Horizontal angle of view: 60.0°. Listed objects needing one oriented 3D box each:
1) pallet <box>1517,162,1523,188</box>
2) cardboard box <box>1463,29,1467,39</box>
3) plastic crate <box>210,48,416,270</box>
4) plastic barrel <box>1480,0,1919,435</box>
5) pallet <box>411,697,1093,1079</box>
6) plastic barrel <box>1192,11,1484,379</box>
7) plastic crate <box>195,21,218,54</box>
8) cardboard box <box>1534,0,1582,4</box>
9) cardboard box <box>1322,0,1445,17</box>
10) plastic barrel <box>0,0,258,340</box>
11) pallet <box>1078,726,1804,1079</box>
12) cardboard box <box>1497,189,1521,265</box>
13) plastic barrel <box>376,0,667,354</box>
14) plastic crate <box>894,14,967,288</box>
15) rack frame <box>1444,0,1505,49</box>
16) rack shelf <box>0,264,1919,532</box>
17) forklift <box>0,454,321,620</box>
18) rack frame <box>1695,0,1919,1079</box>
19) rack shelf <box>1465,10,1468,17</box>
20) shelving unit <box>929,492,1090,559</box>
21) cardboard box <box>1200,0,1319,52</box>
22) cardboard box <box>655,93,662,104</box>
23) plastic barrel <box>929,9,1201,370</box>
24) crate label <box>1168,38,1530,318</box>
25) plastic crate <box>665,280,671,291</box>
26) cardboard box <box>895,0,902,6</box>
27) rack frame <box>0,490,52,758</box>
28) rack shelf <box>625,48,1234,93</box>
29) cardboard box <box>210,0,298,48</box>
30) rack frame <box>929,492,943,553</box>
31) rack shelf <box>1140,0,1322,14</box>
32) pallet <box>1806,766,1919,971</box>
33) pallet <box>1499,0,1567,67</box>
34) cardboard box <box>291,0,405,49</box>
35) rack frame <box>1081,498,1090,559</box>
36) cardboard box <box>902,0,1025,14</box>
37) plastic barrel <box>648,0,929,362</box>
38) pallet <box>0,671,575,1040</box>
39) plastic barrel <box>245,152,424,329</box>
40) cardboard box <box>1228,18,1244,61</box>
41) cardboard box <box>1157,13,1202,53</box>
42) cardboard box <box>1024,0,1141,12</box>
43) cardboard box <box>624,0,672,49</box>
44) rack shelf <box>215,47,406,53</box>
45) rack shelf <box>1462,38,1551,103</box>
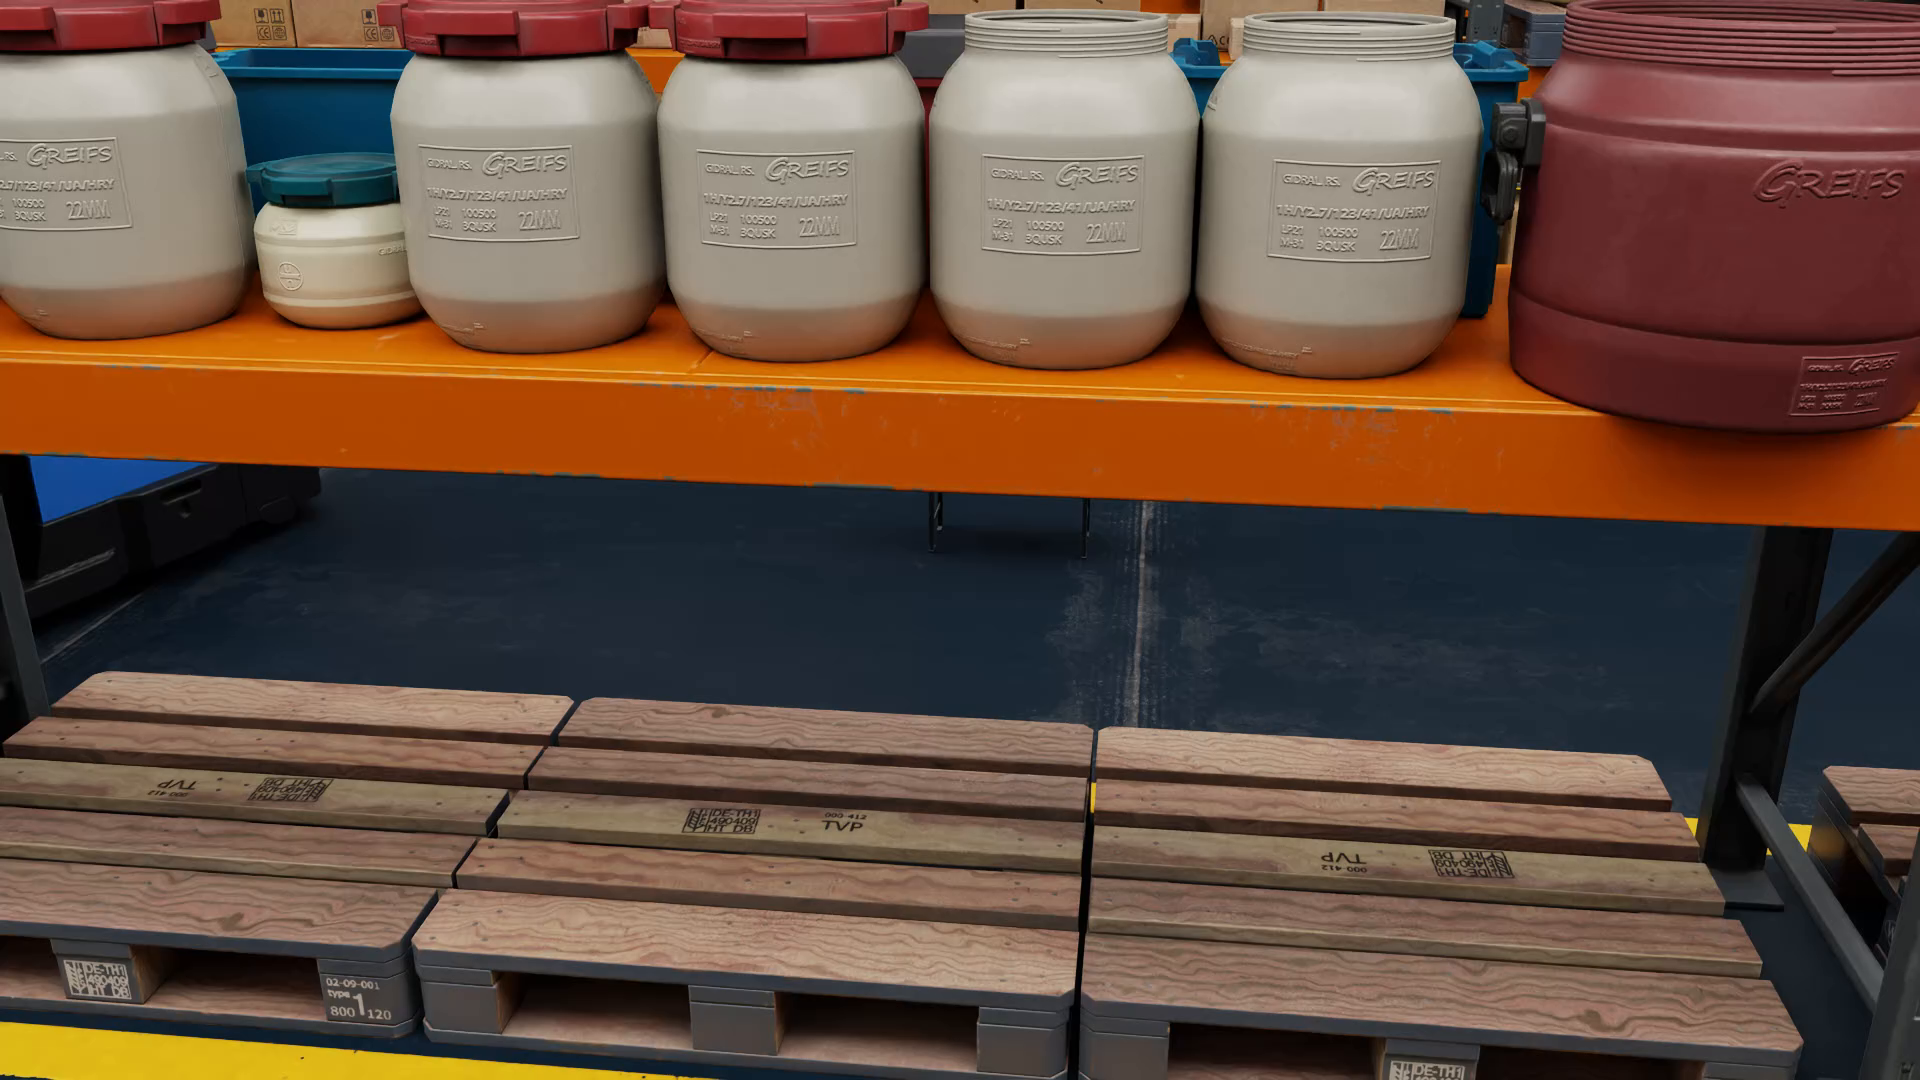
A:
[{"bbox_3d":[3.566,-2.778,12.180,1.213,0.211,1.003,2,22,6],"label":"pallet"},{"bbox_3d":[3.507,-3.253,11.940,0.750,0.750,0.750,2,22,6],"label":"cardboard box"},{"bbox_3d":[-1.214,-0.751,3.281,0.575,0.384,0.392,2,22,6],"label":"plastic crate"},{"bbox_3d":[1.129,-0.492,2.420,0.708,0.536,0.600,2,22,6],"label":"plastic barrel"},{"bbox_3d":[-0.347,0.676,3.443,1.213,0.211,1.003,2,22,6],"label":"pallet"},{"bbox_3d":[0.579,-0.538,2.569,0.421,0.512,0.421,0,22,0],"label":"plastic barrel"},{"bbox_3d":[-1.829,-0.813,3.330,0.583,0.464,0.402,2,22,6],"label":"plastic crate"},{"bbox_3d":[2.851,-2.584,7.188,0.500,0.500,0.700,-5,22,-12],"label":"cardboard box"},{"bbox_3d":[1.856,-2.318,7.345,0.500,0.311,0.500,4,22,10],"label":"cardboard box"},{"bbox_3d":[-1.422,-0.634,2.780,0.433,0.535,0.433,0,22,0],"label":"plastic barrel"},{"bbox_3d":[0.861,0.729,3.308,1.213,0.211,1.003,2,22,6],"label":"pallet"},{"bbox_3d":[2.631,-1.246,7.313,0.500,0.500,0.500,3,22,9],"label":"cardboard box"},{"bbox_3d":[-0.693,-0.603,2.699,0.433,0.535,0.433,0,22,0],"label":"plastic barrel"},{"bbox_3d":[0.057,-0.731,3.122,0.583,0.464,0.402,2,22,6],"label":"plastic crate"},{"bbox_3d":[2.213,-2.328,7.248,0.127,3.000,1.000,2,22,6],"label":"rack frame"},{"bbox_3d":[-0.360,-0.272,3.025,4.000,0.370,1.077,2,22,6],"label":"rack shelf"},{"bbox_3d":[-3.254,-1.049,4.107,1.130,2.935,3.031,10,24,23],"label":"forklift"},{"bbox_3d":[1.626,-0.520,2.674,0.127,3.000,1.000,2,22,6],"label":"rack frame"},{"bbox_3d":[4.778,-3.716,11.737,4.000,0.370,1.077,2,22,6],"label":"rack shelf"},{"bbox_3d":[0.164,-0.551,5.201,0.503,1.200,0.258,2,22,6],"label":"shelving unit"},{"bbox_3d":[1.347,-2.396,7.541,0.500,0.311,0.500,2,22,6],"label":"cardboard box"},{"bbox_3d":[-2.216,-3.382,12.716,0.500,0.500,0.500,1,22,2],"label":"cardboard box"},{"bbox_3d":[0.161,-0.556,2.615,0.421,0.512,0.421,0,22,0],"label":"plastic barrel"},{"bbox_3d":[0.671,-0.678,3.026,0.616,0.435,0.502,2,22,6],"label":"crate label"},{"bbox_3d":[-0.584,-0.622,3.221,0.662,0.188,0.450,2,22,6],"label":"plastic crate"},{"bbox_3d":[-0.476,-2.486,7.511,0.500,0.500,0.500,4,22,10],"label":"cardboard box"},{"bbox_3d":[-2.346,-0.693,3.112,0.127,3.000,1.000,2,22,6],"label":"rack frame"},{"bbox_3d":[0.226,-2.080,7.599,4.000,0.370,1.077,2,22,6],"label":"rack shelf"},{"bbox_3d":[-3.223,-2.608,7.821,0.500,0.500,0.700,3,22,7],"label":"cardboard box"},{"bbox_3d":[-0.078,-0.561,5.228,0.015,1.200,0.240,2,22,6],"label":"rack frame"},{"bbox_3d":[0.806,-3.889,12.175,4.000,0.370,1.077,2,22,6],"label":"rack shelf"},{"bbox_3d":[2.414,0.796,3.139,1.213,0.211,1.003,2,22,6],"label":"pallet"},{"bbox_3d":[2.894,-2.235,7.274,1.003,0.211,1.213,2,22,6],"label":"pallet"},{"bbox_3d":[-2.726,-2.585,7.762,0.500,0.500,0.700,2,22,6],"label":"cardboard box"},{"bbox_3d":[0.407,-0.540,5.174,0.015,1.200,0.240,2,22,6],"label":"rack frame"},{"bbox_3d":[0.022,-2.464,7.456,0.500,0.500,0.500,3,22,6],"label":"cardboard box"},{"bbox_3d":[-0.264,-0.584,2.652,0.433,0.535,0.433,0,22,0],"label":"plastic barrel"},{"bbox_3d":[-1.562,0.624,3.575,1.213,0.211,1.003,2,22,6],"label":"pallet"},{"bbox_3d":[-1.050,-0.515,2.851,0.301,0.262,0.301,0,22,0],"label":"plastic barrel"},{"bbox_3d":[1.287,-2.149,7.138,0.250,0.149,0.380,2,22,6],"label":"cardboard box"},{"bbox_3d":[0.940,-2.246,7.382,0.250,0.149,0.380,4,22,10],"label":"cardboard box"},{"bbox_3d":[0.544,-2.441,7.398,0.500,0.500,0.500,1,22,3],"label":"cardboard box"},{"bbox_3d":[-1.266,-2.426,7.700,0.500,0.250,0.500,4,22,10],"label":"cardboard box"},{"bbox_3d":[-3.746,-2.253,8.037,4.000,0.370,1.077,2,22,6],"label":"rack shelf"},{"bbox_3d":[4.199,-1.907,7.162,4.000,0.370,1.077,2,22,6],"label":"rack shelf"}]
